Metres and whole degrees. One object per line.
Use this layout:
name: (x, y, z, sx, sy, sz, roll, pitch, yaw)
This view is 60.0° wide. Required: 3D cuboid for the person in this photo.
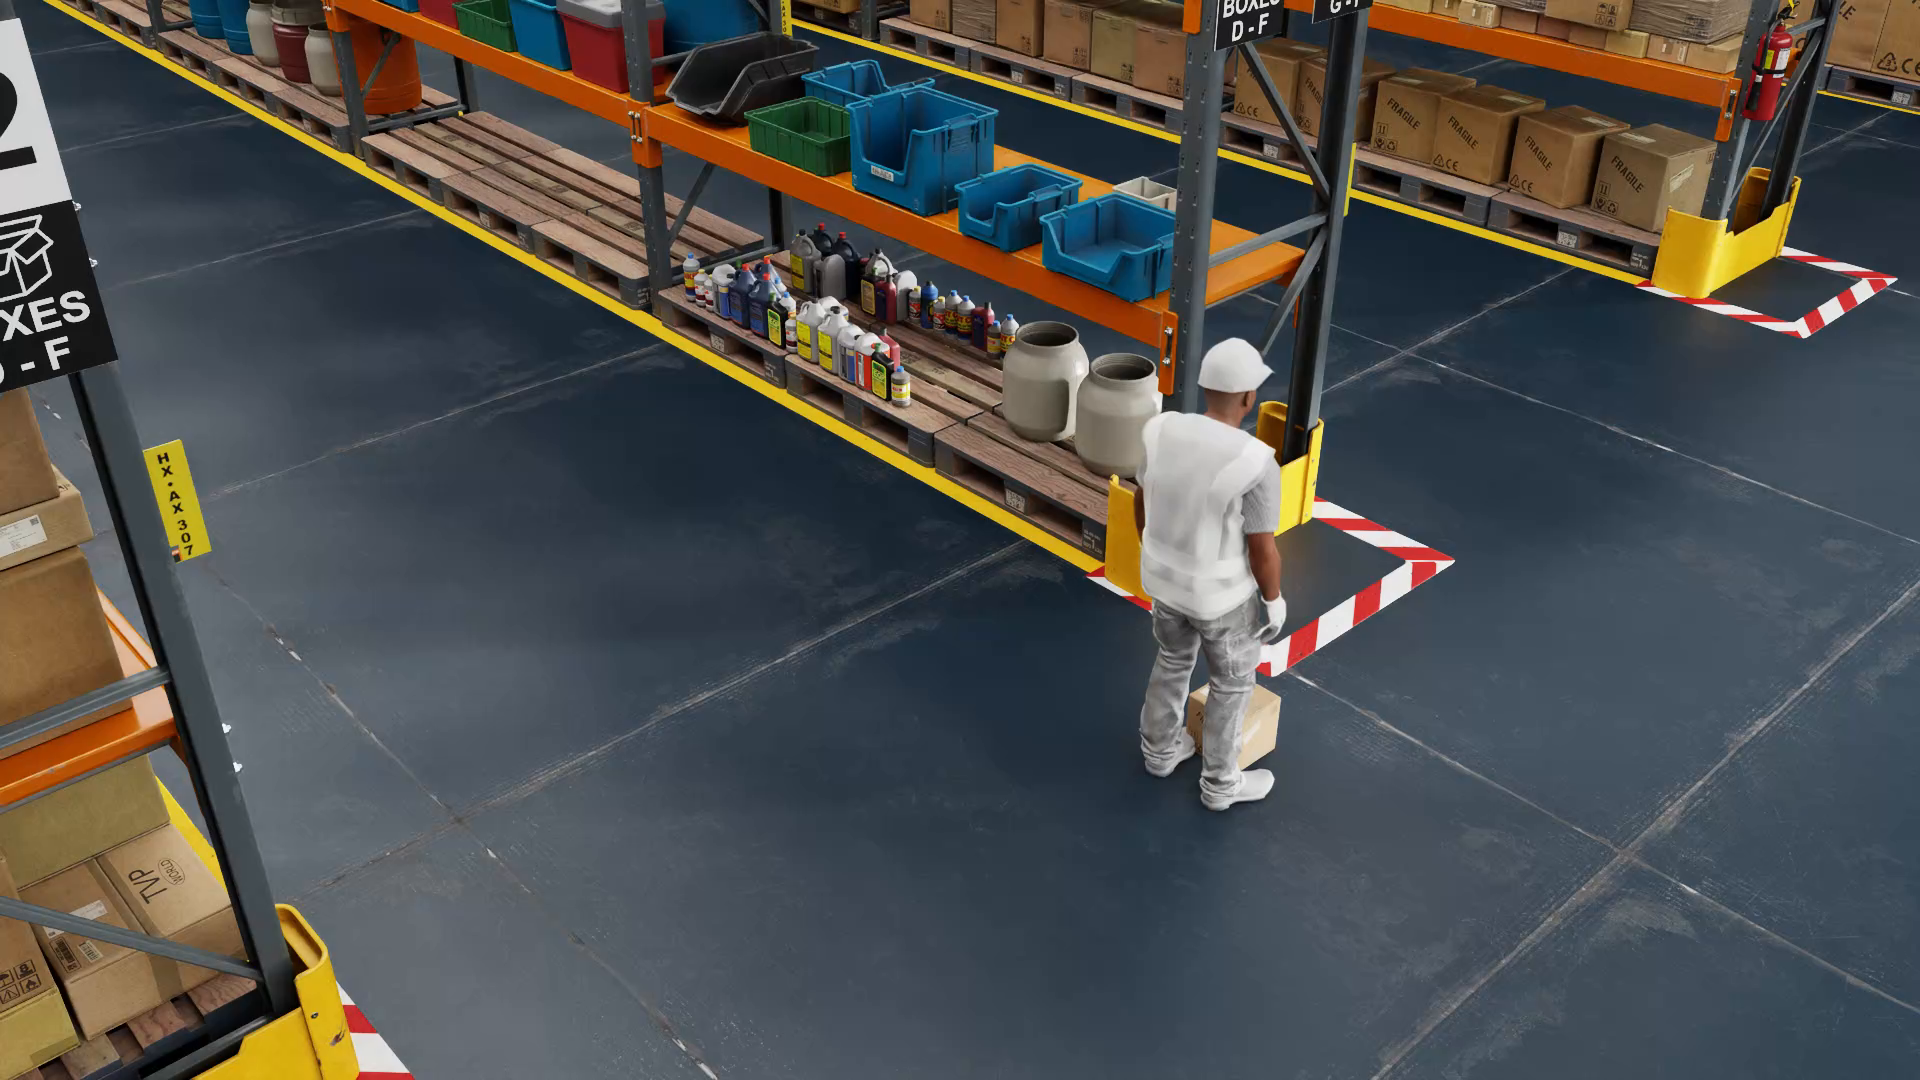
person: (0.881, 0.135, 5.904, 0.450, 1.773, 0.622, -27, 40, -36)
